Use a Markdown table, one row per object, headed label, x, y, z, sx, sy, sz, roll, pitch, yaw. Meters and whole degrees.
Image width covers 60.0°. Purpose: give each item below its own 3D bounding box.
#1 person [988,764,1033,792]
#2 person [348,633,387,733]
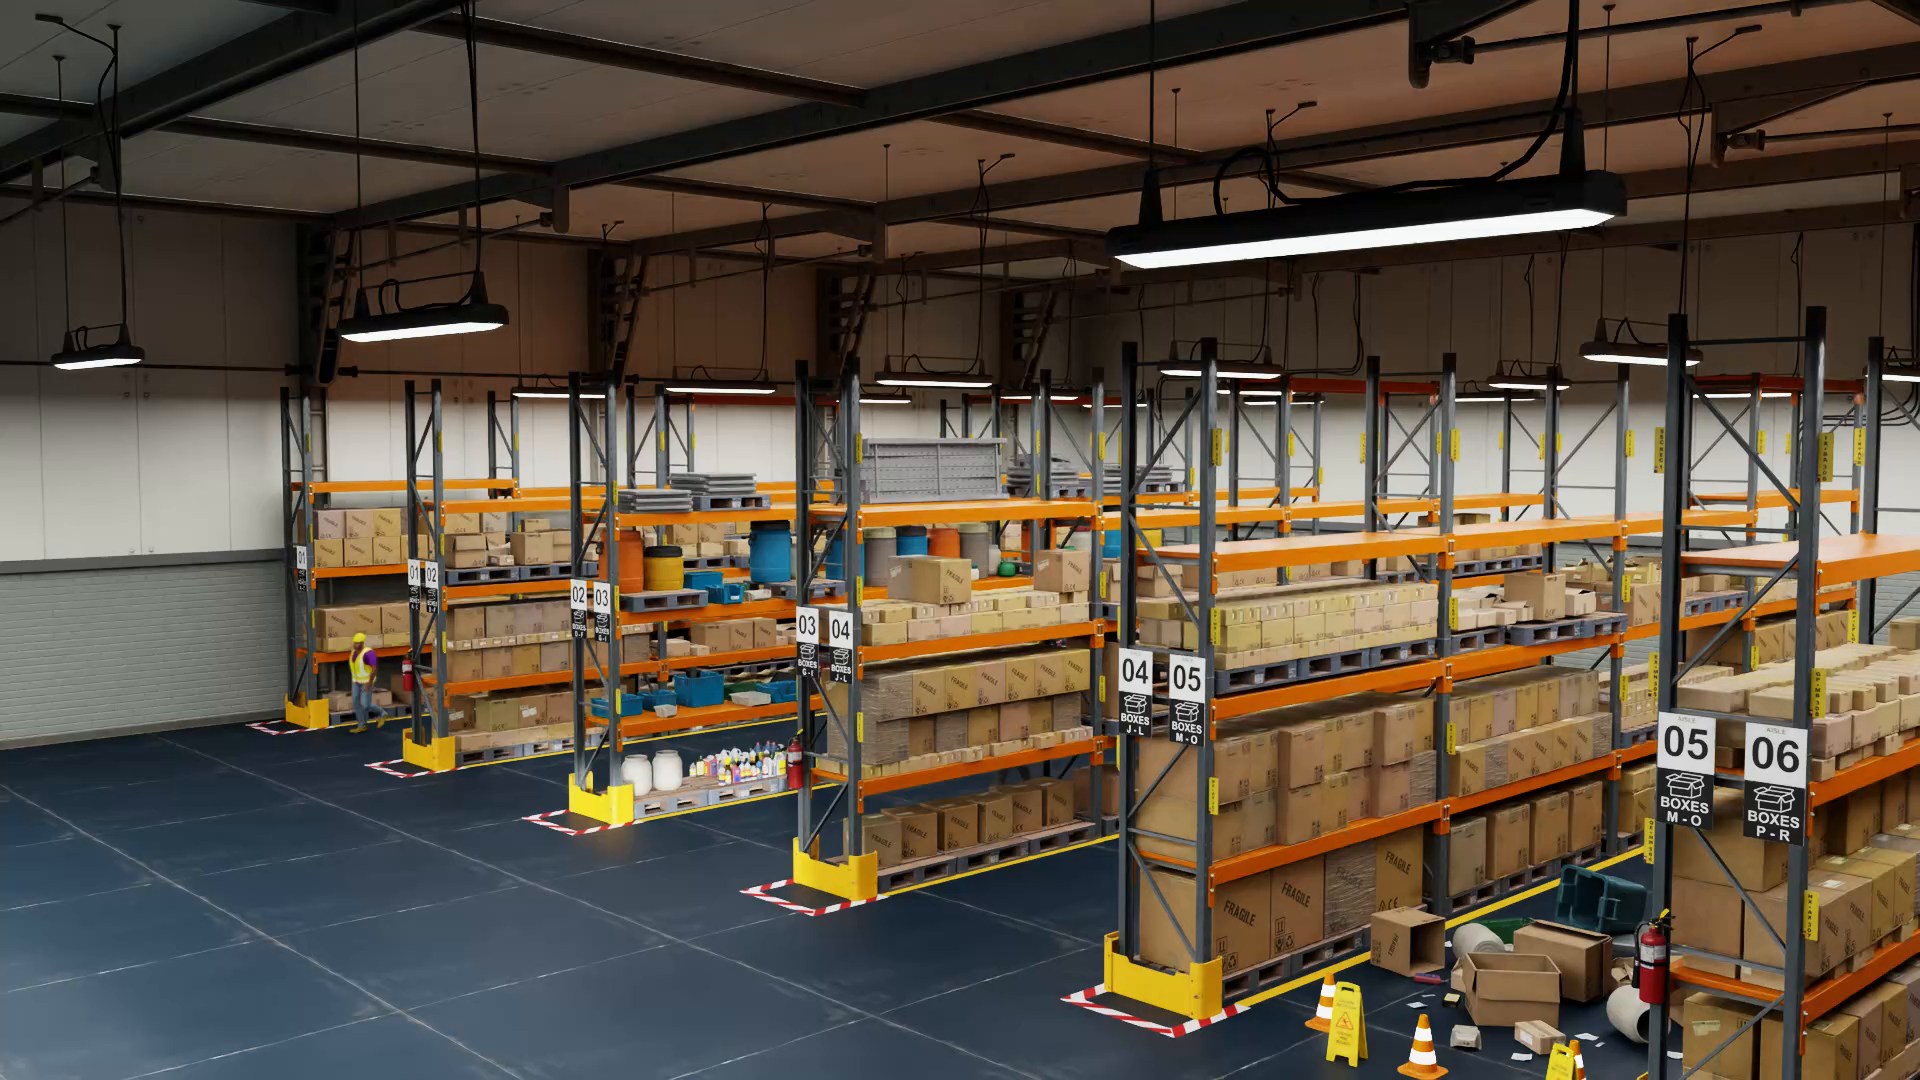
| label | x | y | z | sx | sy | sz | roll | pitch | yaw |
| --- | --- | --- | --- | --- | --- | --- | --- | --- | --- |
| person | 0.686 | 2.810 | 23.862 | 0.867 | 1.626 | 0.489 | -1 | 4 | -19 |
| person | -10.304 | 2.459 | 28.848 | 0.642 | 1.743 | 0.667 | 2 | 4 | 28 |
